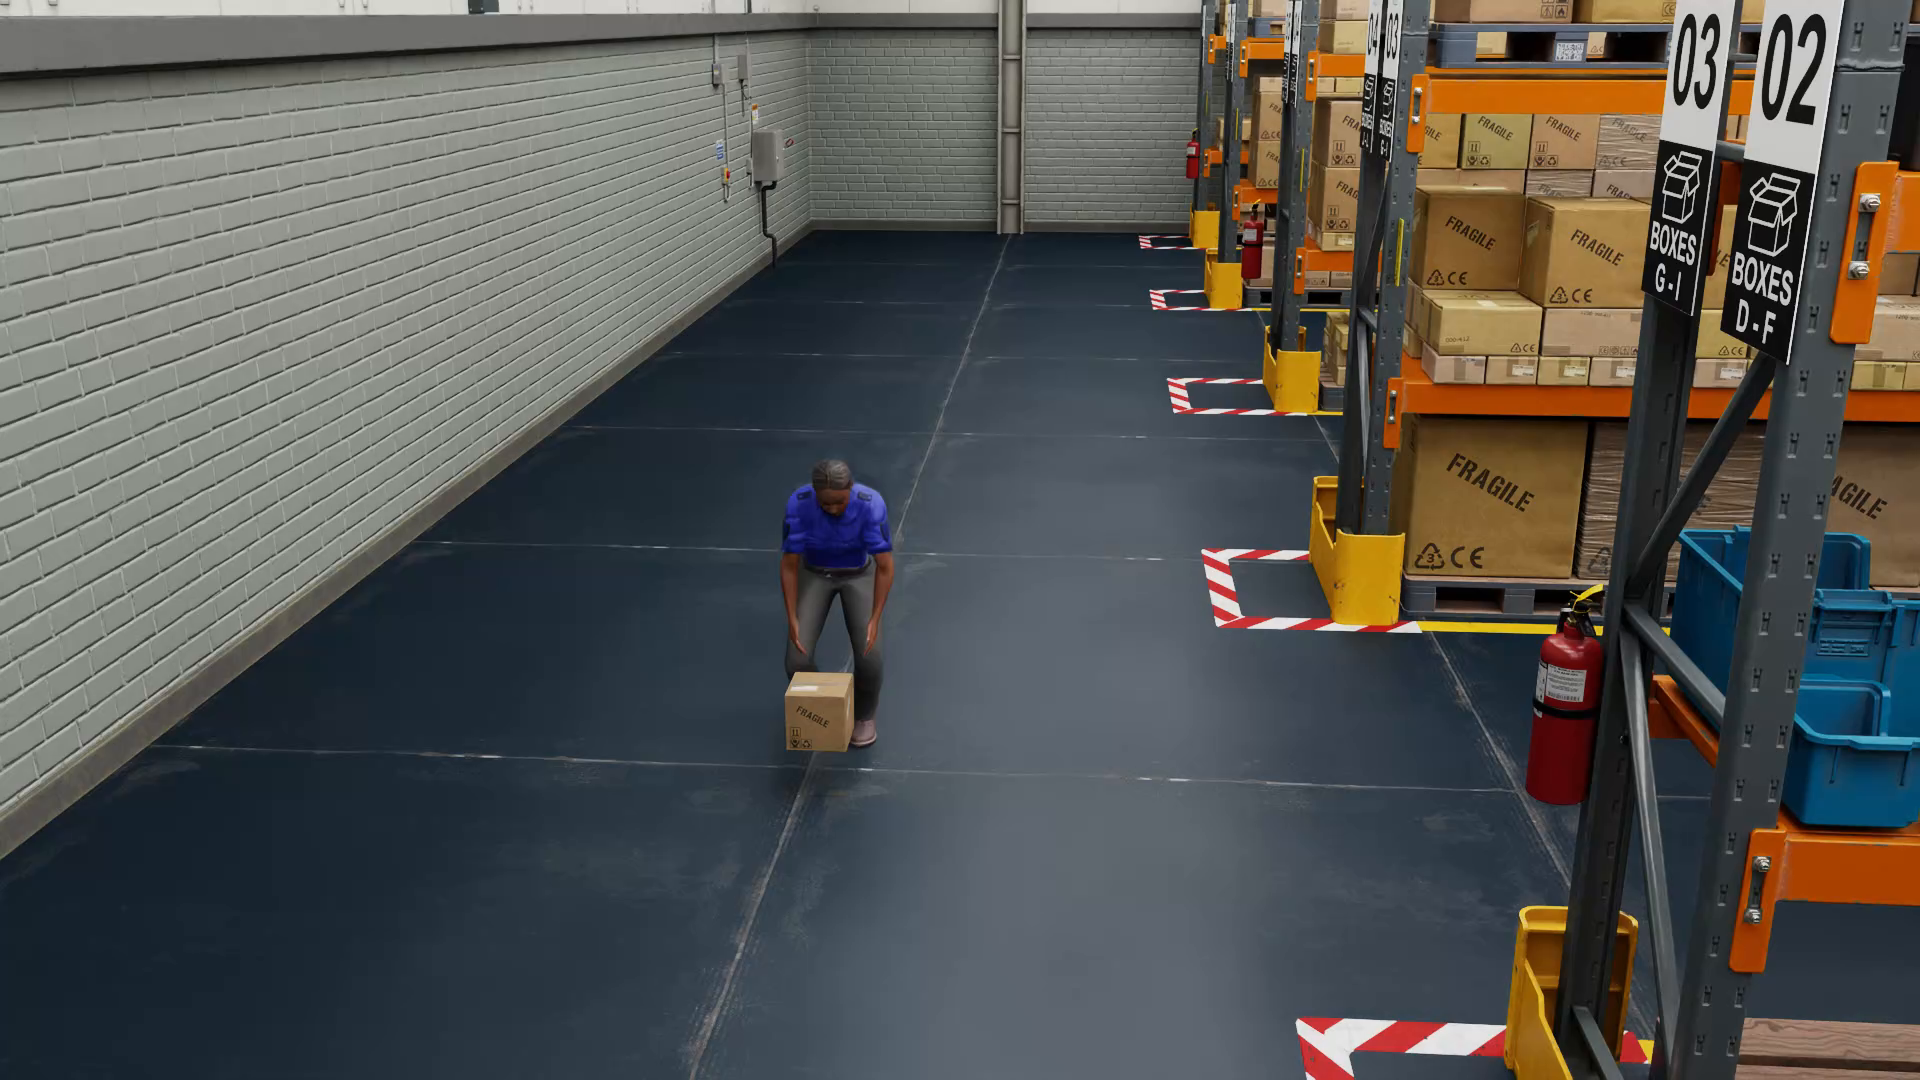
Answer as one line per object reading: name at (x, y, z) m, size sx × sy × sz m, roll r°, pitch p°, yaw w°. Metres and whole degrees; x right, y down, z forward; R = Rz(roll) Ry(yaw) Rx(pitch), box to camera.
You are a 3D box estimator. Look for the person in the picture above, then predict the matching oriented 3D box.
person at (-0.521, 0.250, 7.276) m, size 0.496 × 1.364 × 0.635 m, roll 1°, pitch 18°, yaw 4°
